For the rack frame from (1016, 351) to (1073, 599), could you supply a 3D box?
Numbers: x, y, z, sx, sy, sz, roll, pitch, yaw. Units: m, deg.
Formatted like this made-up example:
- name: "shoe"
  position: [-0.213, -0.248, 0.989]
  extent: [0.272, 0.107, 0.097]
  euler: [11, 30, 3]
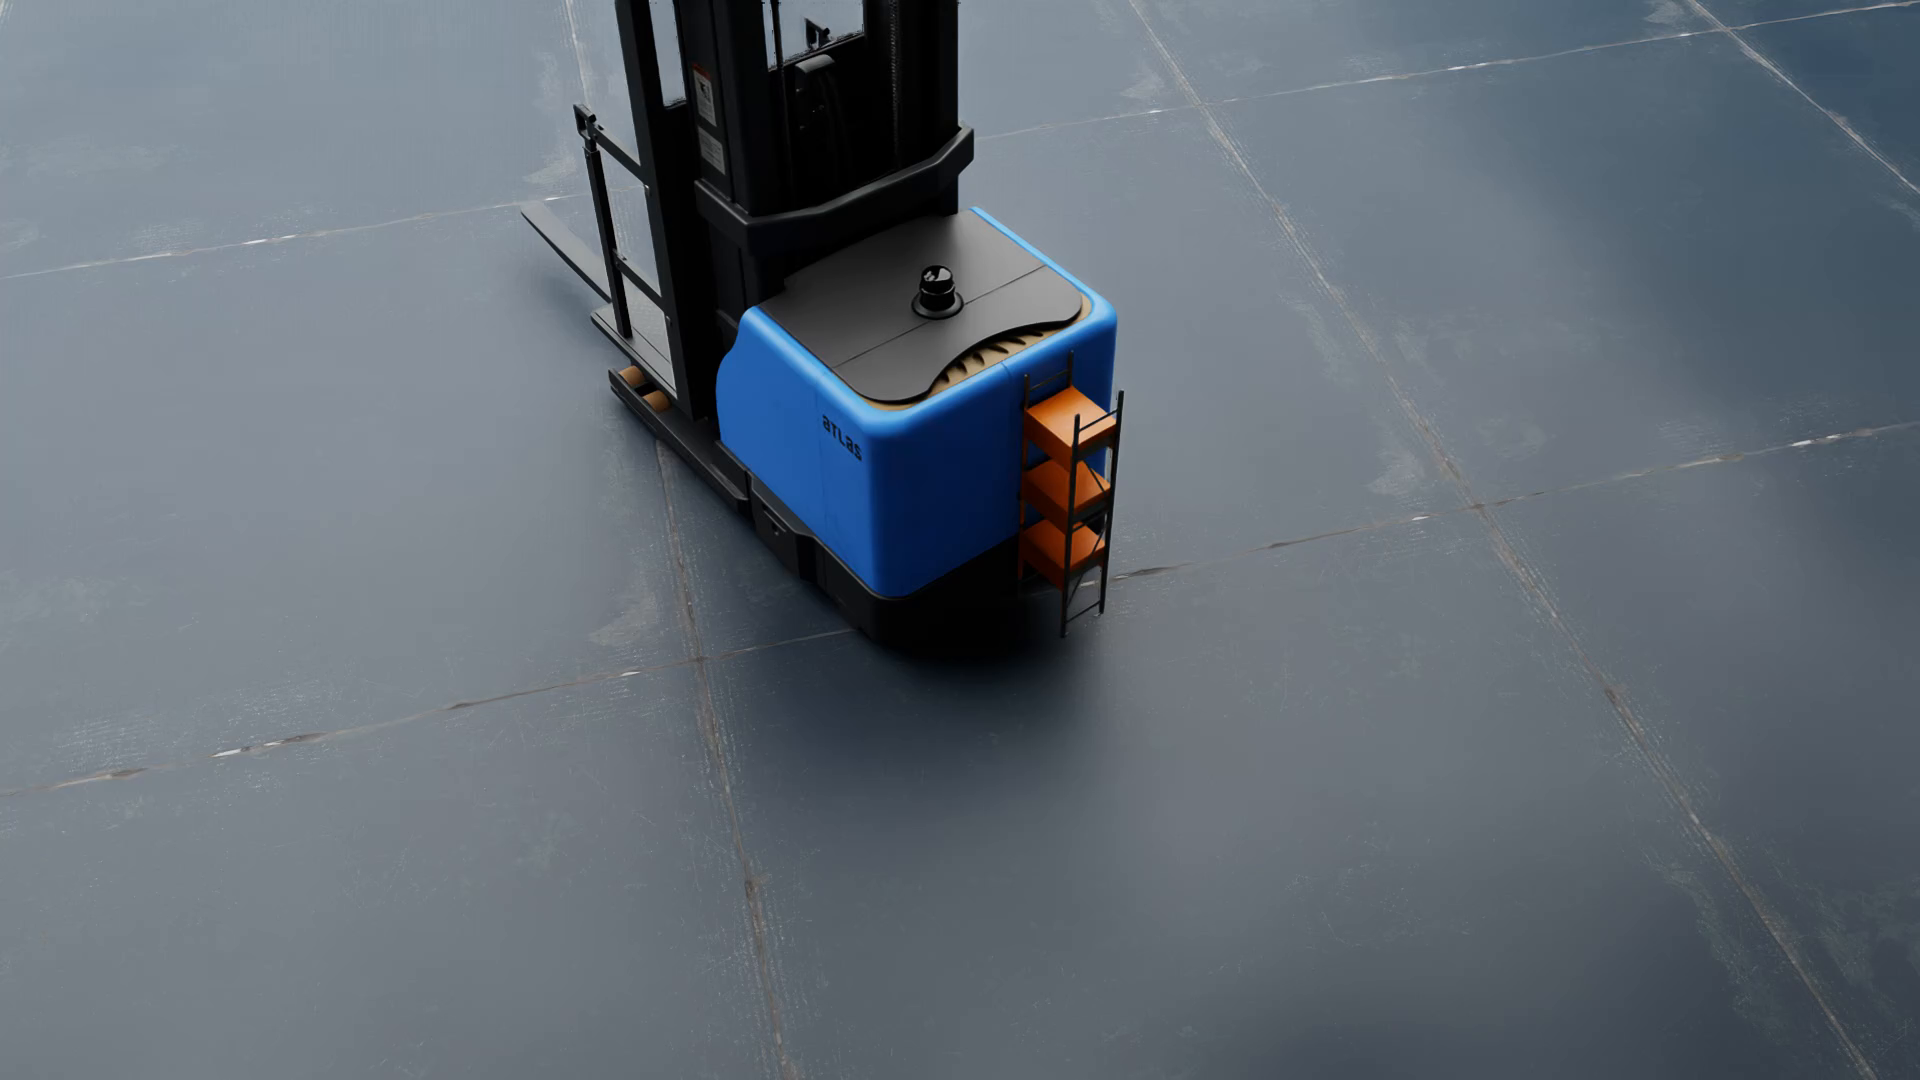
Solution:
- name: "rack frame"
  position: [0.286, -0.199, 5.710]
  extent: [0.200, 1.050, 0.008]
  euler: [-29, 52, -26]

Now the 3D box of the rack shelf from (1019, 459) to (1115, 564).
- name: "rack shelf"
  position: [0.361, -0.123, 5.650]
  extent: [0.215, 0.259, 0.240]
  euler: [-29, 52, -26]

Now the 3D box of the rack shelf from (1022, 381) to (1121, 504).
- name: "rack shelf"
  position: [0.361, -0.321, 5.447]
  extent: [0.215, 0.259, 0.240]
  euler: [-29, 52, -26]

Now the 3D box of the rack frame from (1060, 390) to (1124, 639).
- name: "rack frame"
  position: [0.436, -0.061, 5.575]
  extent: [0.200, 1.050, 0.008]
  euler: [-29, 52, -26]

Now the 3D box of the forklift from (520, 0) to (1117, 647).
- name: "forklift"
  position: [-0.763, -1.654, 5.819]
  extent: [1.130, 2.935, 3.031]
  euler: [-29, 52, -26]

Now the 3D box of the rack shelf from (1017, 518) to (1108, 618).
- name: "rack shelf"
  position: [0.361, 0.072, 5.848]
  extent: [0.215, 0.259, 0.240]
  euler: [-29, 52, -26]

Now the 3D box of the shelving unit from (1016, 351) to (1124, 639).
- name: "shelving unit"
  position: [0.361, -0.130, 5.642]
  extent: [0.215, 1.050, 0.252]
  euler: [-29, 52, -26]
